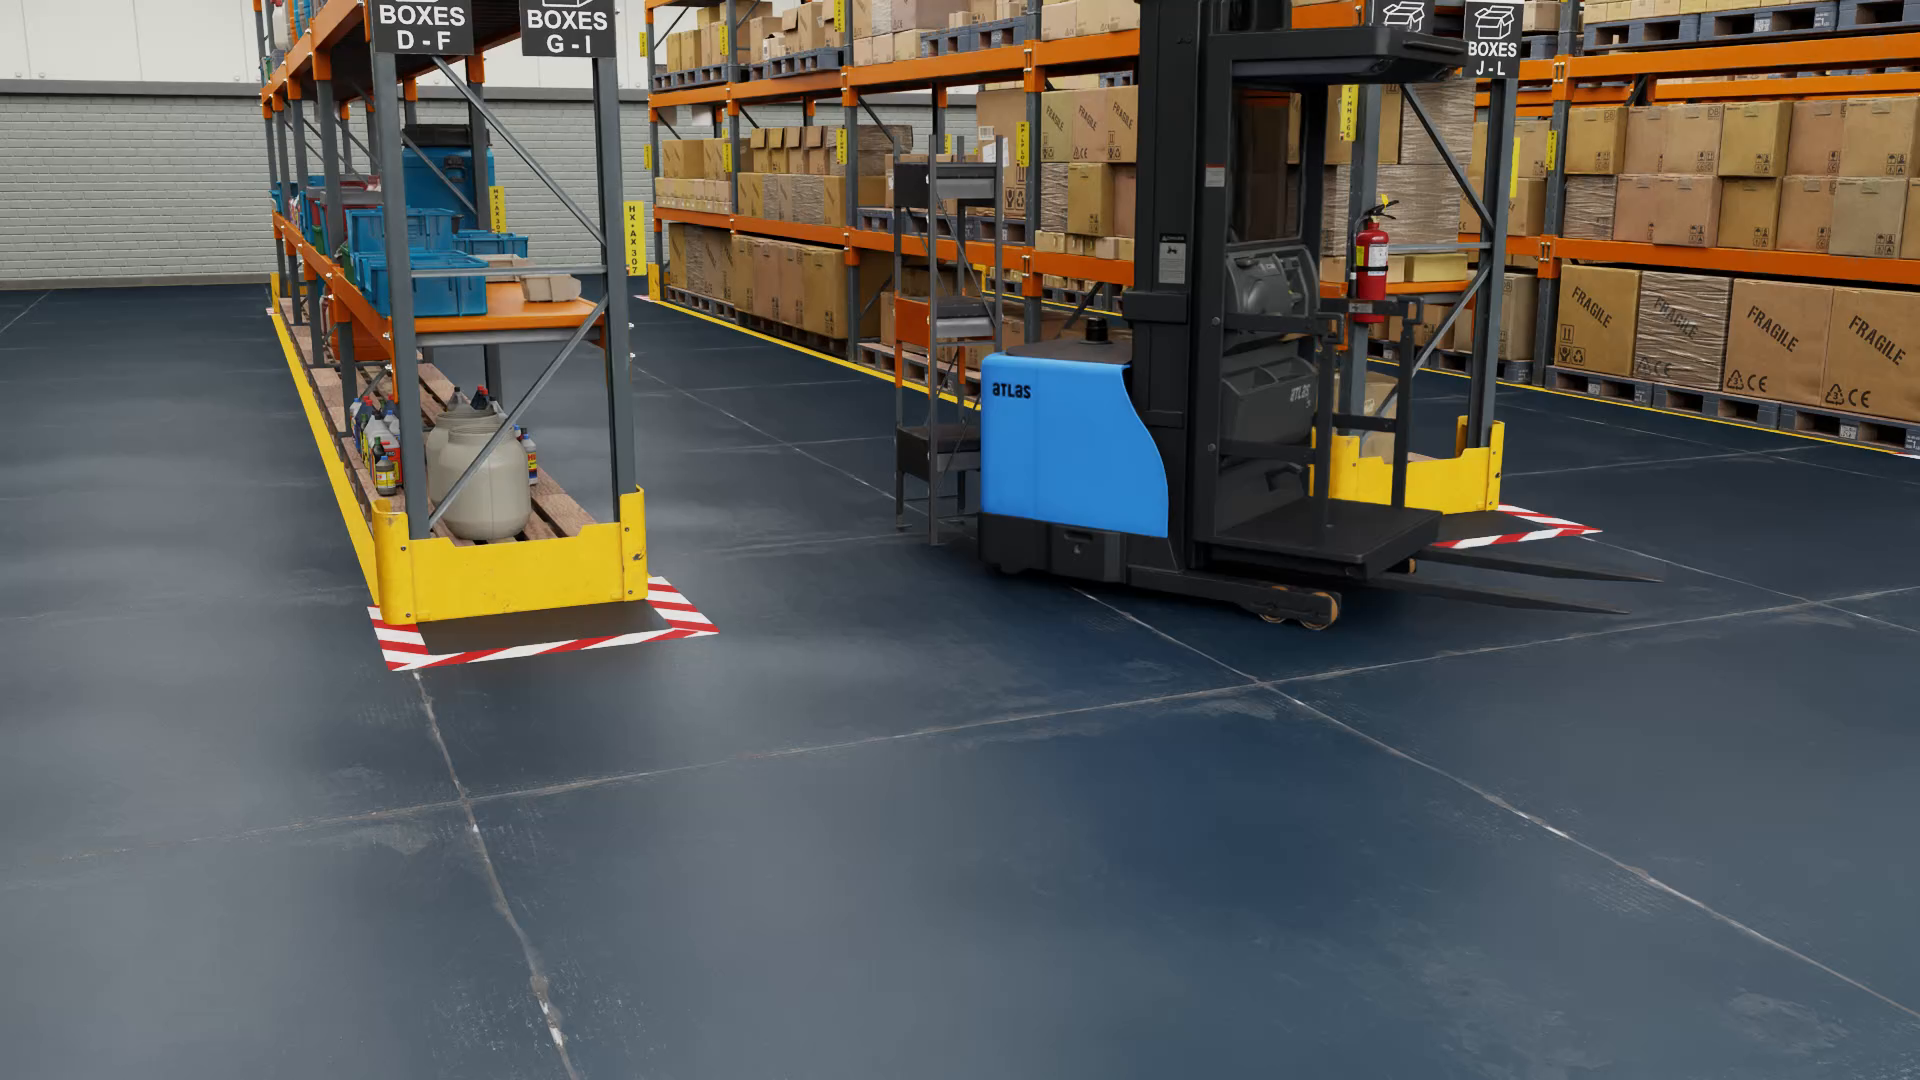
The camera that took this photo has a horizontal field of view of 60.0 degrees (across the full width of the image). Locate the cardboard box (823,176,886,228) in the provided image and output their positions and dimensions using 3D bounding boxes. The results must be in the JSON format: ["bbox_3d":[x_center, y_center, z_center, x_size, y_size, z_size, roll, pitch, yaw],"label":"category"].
[{"bbox_3d":[-1.052,-3.390,16.643,0.500,0.500,0.500,-5,14,-21],"label":"cardboard box"}]

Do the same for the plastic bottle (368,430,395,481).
[{"bbox_3d":[-3.230,-0.472,9.322,0.152,0.276,0.135,-6,14,-25],"label":"plastic bottle"}]

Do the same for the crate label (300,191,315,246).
[{"bbox_3d":[-5.015,-2.602,13.381,0.502,0.435,0.616,-6,14,-23],"label":"crate label"}]

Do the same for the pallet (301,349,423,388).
[{"bbox_3d":[-5.519,-1.615,15.379,1.003,0.211,1.213,-6,14,-23],"label":"pallet"}]

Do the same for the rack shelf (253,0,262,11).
[{"bbox_3d":[-7.569,-6.431,19.183,1.077,0.370,4.000,-6,14,-23],"label":"rack shelf"}]

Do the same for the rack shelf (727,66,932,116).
[{"bbox_3d":[-1.428,-4.786,17.839,1.077,0.370,4.000,-6,14,-23],"label":"rack shelf"}]

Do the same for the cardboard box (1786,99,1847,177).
[{"bbox_3d":[6.645,-2.949,12.230,0.875,0.550,0.550,-6,14,-23],"label":"cardboard box"}]

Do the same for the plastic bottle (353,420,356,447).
[{"bbox_3d":[-3.756,-0.692,10.436,0.097,0.201,0.097,0,13,0],"label":"plastic bottle"}]

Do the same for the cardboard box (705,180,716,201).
[{"bbox_3d":[-2.856,-4.334,20.617,0.500,0.250,0.500,-5,14,-21],"label":"cardboard box"}]

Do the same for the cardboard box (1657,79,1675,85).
[{"bbox_3d":[8.423,-5.415,19.520,0.380,0.149,0.250,-6,14,-23],"label":"cardboard box"}]

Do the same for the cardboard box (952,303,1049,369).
[{"bbox_3d":[0.350,-1.776,14.461,0.700,0.500,0.500,-7,15,-28],"label":"cardboard box"}]

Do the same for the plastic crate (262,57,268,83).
[{"bbox_3d":[-7.765,-5.385,19.095,0.437,0.282,0.530,-6,14,-23],"label":"plastic crate"}]

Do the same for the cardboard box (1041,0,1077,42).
[{"bbox_3d":[0.921,-3.708,11.917,0.500,0.250,0.500,-6,14,-25],"label":"cardboard box"}]

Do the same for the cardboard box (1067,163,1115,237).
[{"bbox_3d":[1.267,-2.424,11.809,0.875,0.500,0.500,-6,14,-23],"label":"cardboard box"}]

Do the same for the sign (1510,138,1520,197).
[{"bbox_3d":[3.074,-2.080,9.283,0.100,0.325,0.005,-6,14,-23],"label":"sign"}]

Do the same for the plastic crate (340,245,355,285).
[{"bbox_3d":[-3.278,-1.579,9.509,0.450,0.188,0.662,-6,14,-23],"label":"plastic crate"}]

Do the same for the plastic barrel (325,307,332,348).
[{"bbox_3d":[-5.685,-2.015,15.510,0.421,0.512,0.421,0,13,0],"label":"plastic barrel"}]

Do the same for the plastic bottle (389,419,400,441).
[{"bbox_3d":[-3.249,-0.563,9.714,0.152,0.276,0.135,-6,14,-23],"label":"plastic bottle"}]

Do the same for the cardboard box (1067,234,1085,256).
[{"bbox_3d":[0.999,-2.139,12.018,0.380,0.149,0.250,-6,14,-23],"label":"cardboard box"}]

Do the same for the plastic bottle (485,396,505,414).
[{"bbox_3d":[-2.835,-0.698,10.134,0.144,0.351,0.185,-6,14,-23],"label":"plastic bottle"}]

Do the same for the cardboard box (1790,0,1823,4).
[{"bbox_3d":[6.210,-3.929,11.945,0.380,0.149,0.250,-6,14,-23],"label":"cardboard box"}]

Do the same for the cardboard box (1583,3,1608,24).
[{"bbox_3d":[5.394,-4.349,13.759,0.380,0.149,0.250,-6,14,-24],"label":"cardboard box"}]

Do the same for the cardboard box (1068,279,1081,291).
[{"bbox_3d":[1.694,-3.491,22.693,0.380,0.149,0.250,-6,14,-25],"label":"cardboard box"}]

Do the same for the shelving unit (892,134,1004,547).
[{"bbox_3d":[-0.066,-1.057,8.781,0.431,2.100,0.503,-6,14,-23],"label":"shelving unit"}]

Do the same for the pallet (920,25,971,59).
[{"bbox_3d":[0.407,-4.156,13.940,1.213,0.211,1.003,-6,14,-23],"label":"pallet"}]

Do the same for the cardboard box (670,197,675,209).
[{"bbox_3d":[-3.680,-4.529,22.345,0.380,0.149,0.250,-6,14,-24],"label":"cardboard box"}]

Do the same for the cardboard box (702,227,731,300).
[{"bbox_3d":[-2.781,-3.587,21.497,0.875,0.875,0.875,-6,14,-23],"label":"cardboard box"}]

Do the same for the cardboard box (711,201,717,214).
[{"bbox_3d":[-2.858,-4.105,20.513,0.380,0.149,0.250,-6,14,-24],"label":"cardboard box"}]

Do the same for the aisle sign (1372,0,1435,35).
[{"bbox_3d":[2.327,-2.836,8.704,0.394,0.787,0.004,-6,14,-23],"label":"aisle sign"}]

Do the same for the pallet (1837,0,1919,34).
[{"bbox_3d":[6.856,-3.607,11.344,1.003,0.211,1.213,-6,14,-23],"label":"pallet"}]

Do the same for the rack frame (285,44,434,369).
[{"bbox_3d":[-5.165,-2.814,14.377,1.000,3.000,0.127,-6,14,-23],"label":"rack frame"}]

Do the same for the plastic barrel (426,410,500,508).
[{"bbox_3d":[-2.495,-0.387,8.474,0.421,0.512,0.421,0,13,0],"label":"plastic barrel"}]

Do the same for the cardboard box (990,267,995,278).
[{"bbox_3d":[0.670,-4.020,24.979,0.380,0.149,0.250,-5,14,-22],"label":"cardboard box"}]

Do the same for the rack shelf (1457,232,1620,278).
[{"bbox_3d":[4.759,-2.925,16.452,1.077,0.370,4.000,-6,14,-23],"label":"rack shelf"}]

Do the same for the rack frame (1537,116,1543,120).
[{"bbox_3d":[9.795,-6.259,29.260,1.000,3.000,0.127,-6,14,-23],"label":"rack frame"}]

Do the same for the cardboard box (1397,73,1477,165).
[{"bbox_3d":[2.607,-2.428,9.609,0.500,0.500,0.500,-6,14,-23],"label":"cardboard box"}]

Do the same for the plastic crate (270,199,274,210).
[{"bbox_3d":[-8.520,-4.213,20.874,0.250,0.136,0.298,-6,14,-23],"label":"plastic crate"}]

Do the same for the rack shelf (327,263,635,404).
[{"bbox_3d":[-2.762,-1.224,9.103,1.077,0.370,4.000,-6,14,-23],"label":"rack shelf"}]

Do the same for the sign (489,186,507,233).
[{"bbox_3d":[-3.055,-2.170,10.980,0.100,0.325,0.005,-6,14,-23],"label":"sign"}]

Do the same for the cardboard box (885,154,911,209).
[{"bbox_3d":[-0.374,-3.407,15.785,0.500,0.500,0.500,-8,15,-30],"label":"cardboard box"}]

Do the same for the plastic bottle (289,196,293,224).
[{"bbox_3d":[-6.958,-3.442,17.348,0.061,0.283,0.133,-6,14,-23],"label":"plastic bottle"}]

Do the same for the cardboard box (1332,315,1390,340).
[{"bbox_3d":[4.473,-2.483,17.004,1.050,0.750,0.750,-5,14,-22],"label":"cardboard box"}]

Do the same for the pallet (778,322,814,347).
[{"bbox_3d":[-1.359,-2.325,18.445,1.003,0.211,1.213,-6,14,-23],"label":"pallet"}]

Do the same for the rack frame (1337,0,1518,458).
[{"bbox_3d":[2.577,-1.609,9.169,1.000,3.000,0.127,-6,14,-23],"label":"rack frame"}]

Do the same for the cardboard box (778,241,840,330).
[{"bbox_3d":[-1.235,-2.760,17.925,1.225,0.875,0.875,-6,14,-23],"label":"cardboard box"}]

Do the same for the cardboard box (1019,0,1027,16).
[{"bbox_3d":[0.877,-4.258,12.801,0.797,0.503,0.637,-6,14,-26],"label":"cardboard box"}]

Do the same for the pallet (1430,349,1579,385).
[{"bbox_3d":[5.182,-1.657,15.559,1.003,0.211,1.213,-6,14,-23],"label":"pallet"}]

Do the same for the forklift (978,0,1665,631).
[{"bbox_3d":[1.595,-1.173,7.437,3.031,2.935,1.130,9,16,33],"label":"forklift"}]

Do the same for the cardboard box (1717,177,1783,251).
[{"bbox_3d":[6.373,-2.526,12.799,0.875,0.550,0.500,-6,14,-23],"label":"cardboard box"}]

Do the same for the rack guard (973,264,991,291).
[{"bbox_3d":[0.784,-4.108,25.511,1.175,0.500,0.348,-6,14,-23],"label":"rack guard"}]

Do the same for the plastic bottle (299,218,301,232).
[{"bbox_3d":[-6.113,-2.977,15.519,0.097,0.201,0.097,0,13,0],"label":"plastic bottle"}]

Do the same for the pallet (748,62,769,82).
[{"bbox_3d":[-1.817,-5.271,18.765,0.805,0.209,1.217,-6,14,-25],"label":"pallet"}]
